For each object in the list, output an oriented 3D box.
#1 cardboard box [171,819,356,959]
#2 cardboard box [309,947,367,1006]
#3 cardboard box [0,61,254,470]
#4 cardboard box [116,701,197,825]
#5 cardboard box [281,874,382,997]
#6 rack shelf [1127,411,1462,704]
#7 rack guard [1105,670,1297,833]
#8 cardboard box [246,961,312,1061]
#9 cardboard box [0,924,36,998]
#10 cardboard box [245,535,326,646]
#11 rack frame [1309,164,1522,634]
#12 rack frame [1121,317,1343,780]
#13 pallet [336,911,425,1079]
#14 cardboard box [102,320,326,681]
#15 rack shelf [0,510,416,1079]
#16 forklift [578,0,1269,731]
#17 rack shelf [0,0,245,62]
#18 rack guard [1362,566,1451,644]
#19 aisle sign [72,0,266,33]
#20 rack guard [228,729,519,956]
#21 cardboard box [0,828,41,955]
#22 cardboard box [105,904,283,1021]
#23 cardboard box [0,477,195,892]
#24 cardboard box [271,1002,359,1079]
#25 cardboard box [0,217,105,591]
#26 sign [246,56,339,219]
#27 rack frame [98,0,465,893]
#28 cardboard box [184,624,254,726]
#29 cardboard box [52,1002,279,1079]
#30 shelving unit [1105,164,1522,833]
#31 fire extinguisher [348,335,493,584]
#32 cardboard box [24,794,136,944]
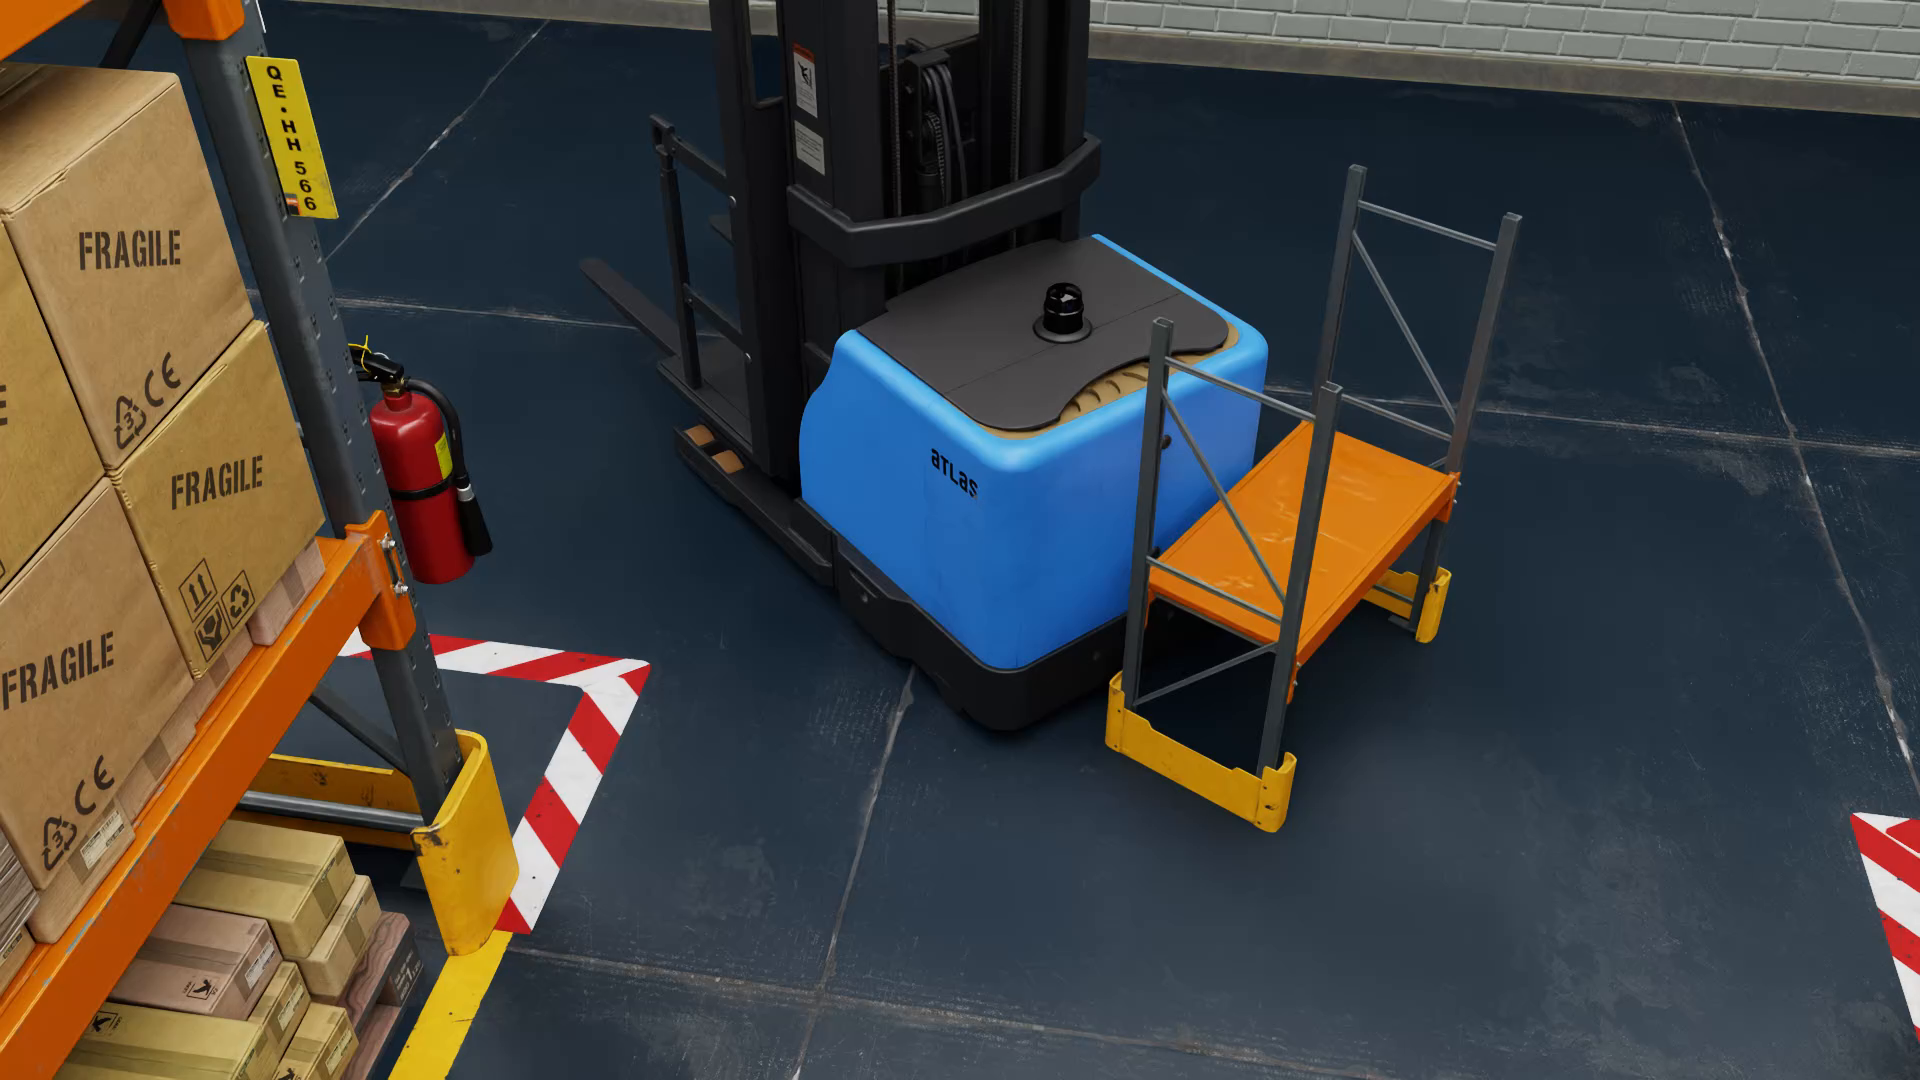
[{"bbox_3d":[-1.651,0.803,3.866,0.380,0.149,0.250,7,40,8],"label":"cardboard box"},{"bbox_3d":[-1.694,1.025,4.064,0.380,0.149,0.250,7,40,8],"label":"cardboard box"},{"bbox_3d":[-1.643,-0.489,2.891,0.500,0.500,0.500,6,40,7],"label":"cardboard box"},{"bbox_3d":[-1.695,0.378,3.135,0.380,0.149,0.250,6,40,7],"label":"cardboard box"},{"bbox_3d":[-1.619,0.920,3.958,0.380,0.149,0.250,5,40,6],"label":"cardboard box"},{"bbox_3d":[0.985,0.020,4.831,0.538,0.185,1.000,26,46,28],"label":"rack shelf"},{"bbox_3d":[0.686,0.609,4.817,0.587,0.250,0.087,26,46,28],"label":"rack guard"},{"bbox_3d":[-1.717,1.078,3.766,0.380,0.149,0.250,6,40,7],"label":"cardboard box"},{"bbox_3d":[-1.791,0.703,2.742,0.380,0.149,0.250,5,40,6],"label":"cardboard box"},{"bbox_3d":[-1.587,0.067,3.511,0.380,0.149,0.250,6,40,8],"label":"cardboard box"},{"bbox_3d":[1.296,-0.375,5.027,0.500,1.500,0.032,26,46,28],"label":"rack frame"},{"bbox_3d":[0.674,0.137,4.407,0.500,1.500,0.032,26,46,28],"label":"rack frame"},{"bbox_3d":[-1.997,1.363,3.935,1.003,0.211,1.213,6,40,8],"label":"pallet"},{"bbox_3d":[-1.633,-0.108,3.215,0.500,0.500,0.500,7,40,9],"label":"cardboard box"},{"bbox_3d":[-2.155,1.267,2.428,1.077,0.370,4.000,6,40,8],"label":"rack shelf"},{"bbox_3d":[-0.379,-1.450,5.204,1.130,2.935,3.031,-26,46,-28],"label":"forklift"},{"bbox_3d":[-2.155,0.111,1.472,1.077,0.370,4.000,6,40,8],"label":"rack shelf"},{"bbox_3d":[1.295,0.107,5.424,0.587,0.250,0.087,26,46,28],"label":"rack guard"},{"bbox_3d":[-1.501,-1.280,2.904,0.394,0.787,0.004,6,40,8],"label":"aisle sign"},{"bbox_3d":[-1.822,0.746,4.455,1.175,0.500,0.348,6,40,8],"label":"rack guard"},{"bbox_3d":[-1.806,0.534,2.438,0.500,0.500,0.500,7,40,8],"label":"cardboard box"},{"bbox_3d":[-1.751,0.954,3.683,0.380,0.149,0.250,7,40,9],"label":"cardboard box"},{"bbox_3d":[-1.727,0.215,2.824,0.500,0.500,0.500,6,40,7],"label":"cardboard box"},{"bbox_3d":[-1.639,1.198,3.855,0.380,0.149,0.250,8,40,9],"label":"cardboard box"},{"bbox_3d":[-1.731,-0.171,2.506,0.500,0.500,0.500,5,40,6],"label":"cardboard box"},{"bbox_3d":[-1.266,-0.759,3.158,0.100,0.325,0.005,6,40,8],"label":"sign"},{"bbox_3d":[-1.809,-0.265,3.717,1.000,3.000,0.127,6,40,8],"label":"rack frame"},{"bbox_3d":[-1.667,0.219,3.328,0.380,0.149,0.250,6,40,8],"label":"cardboard box"},{"bbox_3d":[-1.671,1.131,3.469,0.380,0.149,0.250,6,40,7],"label":"cardboard box"},{"bbox_3d":[0.990,-0.124,4.722,0.587,1.500,1.083,26,46,28],"label":"shelving unit"},{"bbox_3d":[-1.311,-0.199,3.990,0.296,0.674,0.183,6,40,8],"label":"fire extinguisher"},{"bbox_3d":[-1.717,0.541,2.939,0.380,0.149,0.250,7,40,9],"label":"cardboard box"}]
